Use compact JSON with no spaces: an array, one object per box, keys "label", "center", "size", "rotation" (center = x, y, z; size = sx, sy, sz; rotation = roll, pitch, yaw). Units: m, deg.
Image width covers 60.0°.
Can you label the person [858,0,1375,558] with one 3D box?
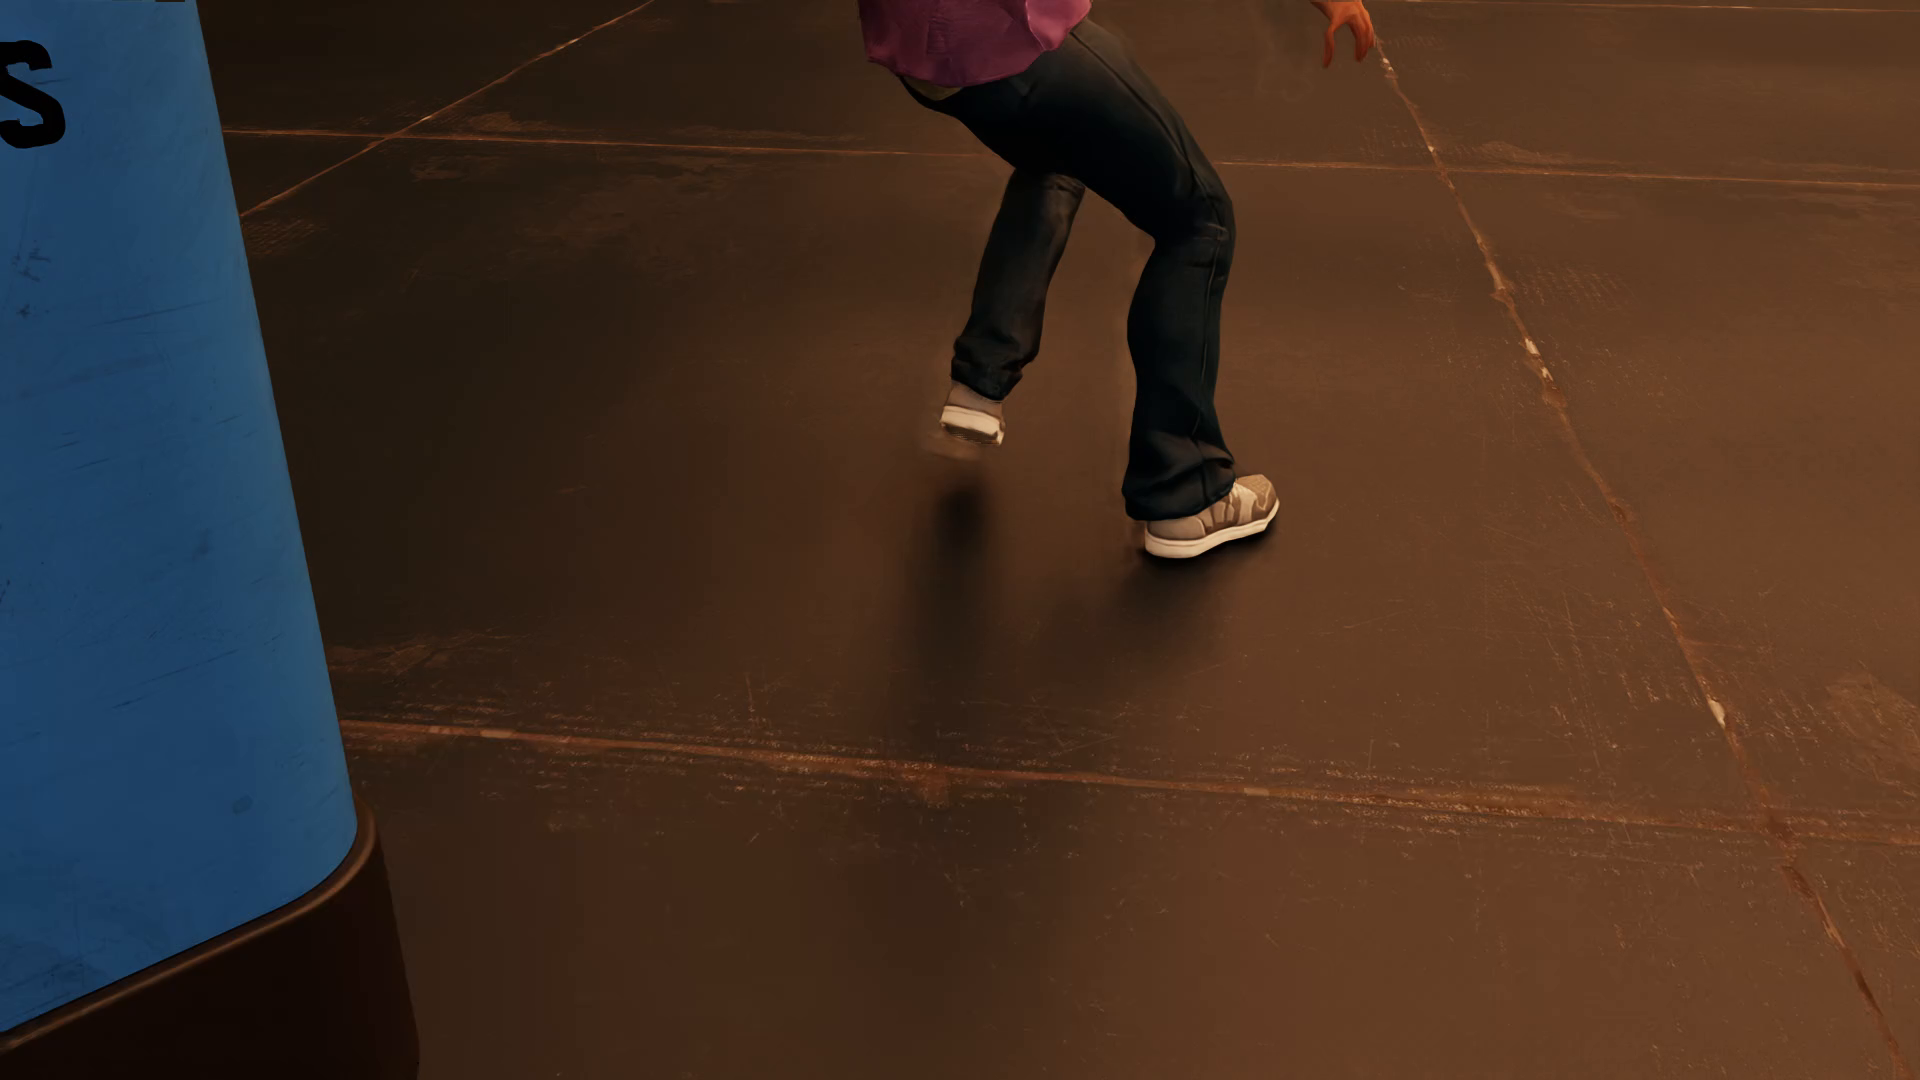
[{"label":"person","center":[0.157,-0.676,2.306],"size":[0.517,1.373,0.669],"rotation":[-17,31,-30]}]

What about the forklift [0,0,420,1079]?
[{"label":"forklift","center":[-1.883,-0.492,0.203],"size":[3.031,2.935,1.130],"rotation":[-23,34,-38]}]
